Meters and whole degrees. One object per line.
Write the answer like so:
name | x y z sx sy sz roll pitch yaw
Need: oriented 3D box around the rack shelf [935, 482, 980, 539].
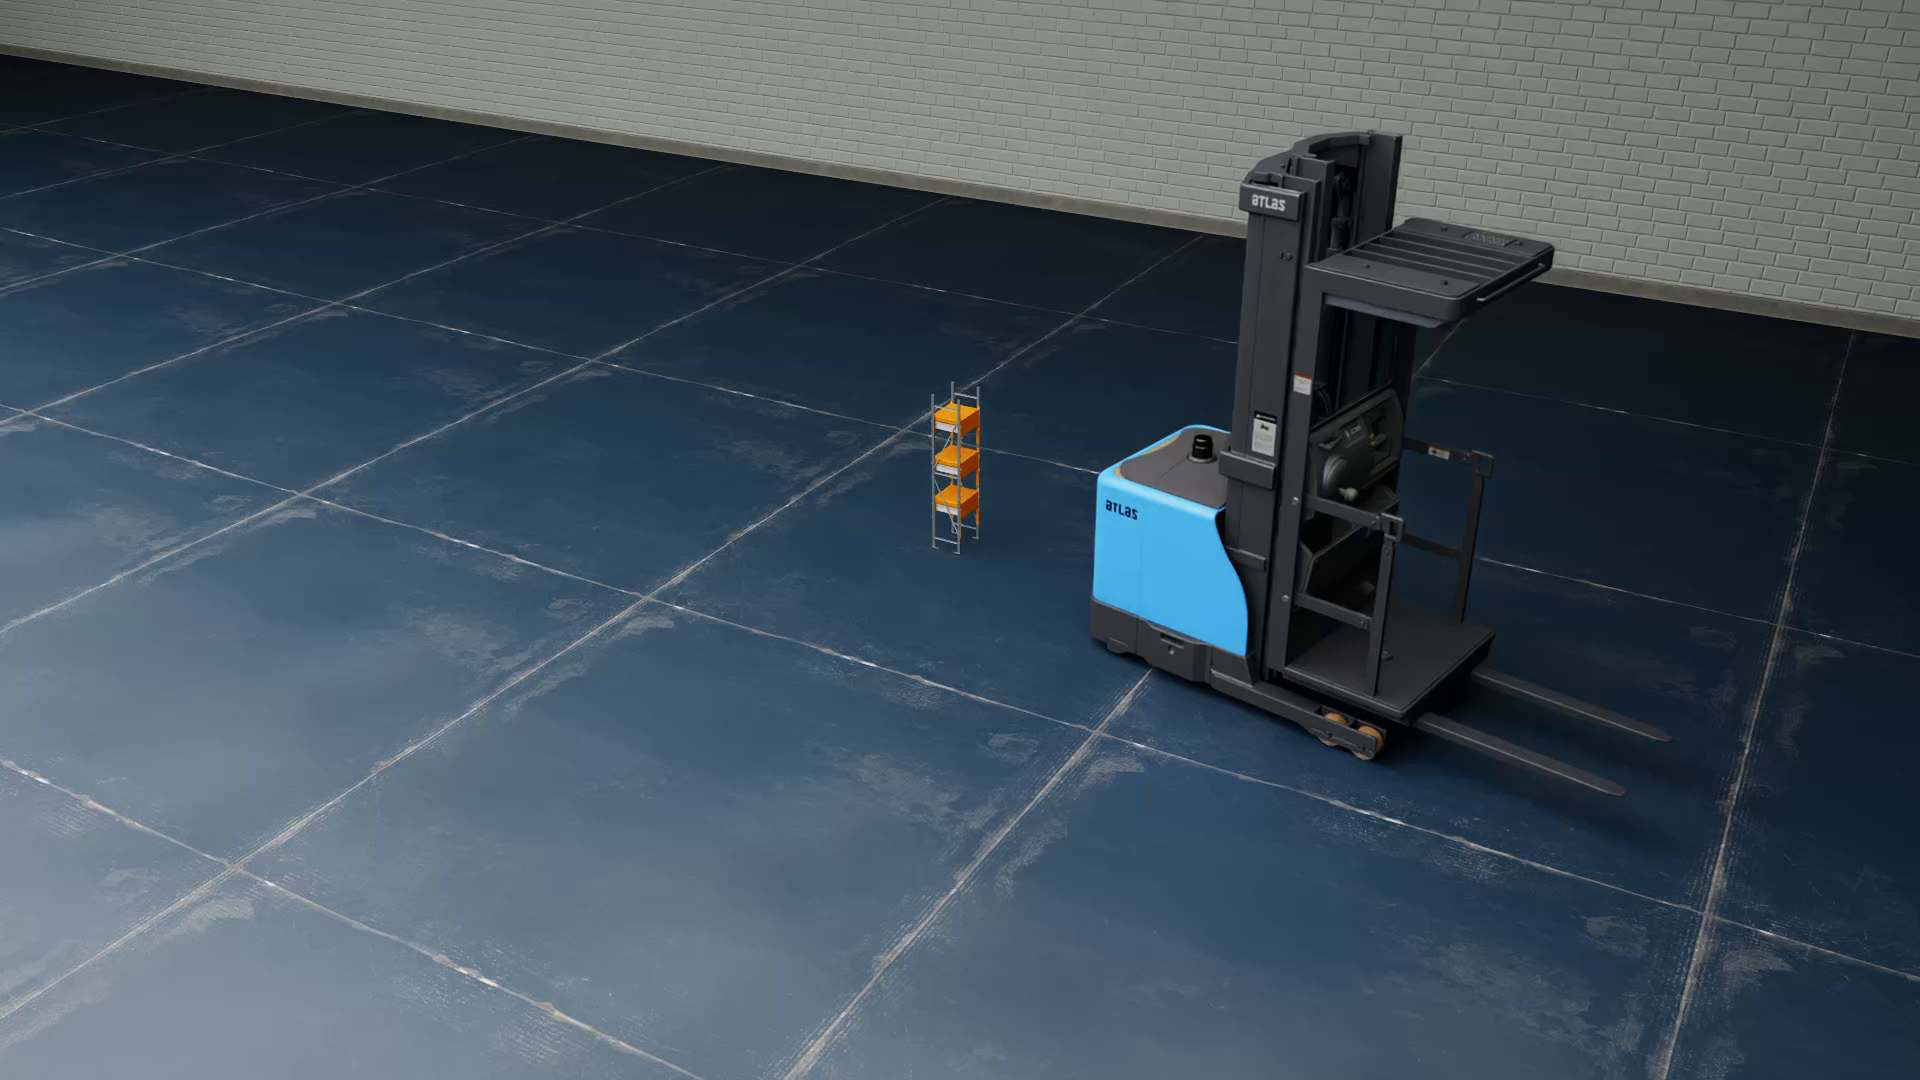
rack shelf | -0.026 -0.191 10.602 0.215 0.259 0.240 14 30 26

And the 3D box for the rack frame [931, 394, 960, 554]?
rack frame | -0.086 -0.401 10.378 0.200 1.050 0.008 14 30 26

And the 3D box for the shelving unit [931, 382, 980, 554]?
shelving unit | -0.026 -0.449 10.473 0.215 1.050 0.252 14 30 26

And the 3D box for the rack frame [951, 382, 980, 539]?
rack frame | 0.034 -0.496 10.568 0.200 1.050 0.008 14 30 26

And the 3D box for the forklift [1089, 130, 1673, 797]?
forklift | 2.187 -0.454 8.383 3.031 2.935 1.130 21 33 35

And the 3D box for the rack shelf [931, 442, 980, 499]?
rack shelf | -0.026 -0.439 10.478 0.215 0.259 0.240 14 30 26

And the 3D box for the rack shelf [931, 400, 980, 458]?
rack shelf | -0.026 -0.693 10.351 0.215 0.259 0.240 14 30 26
